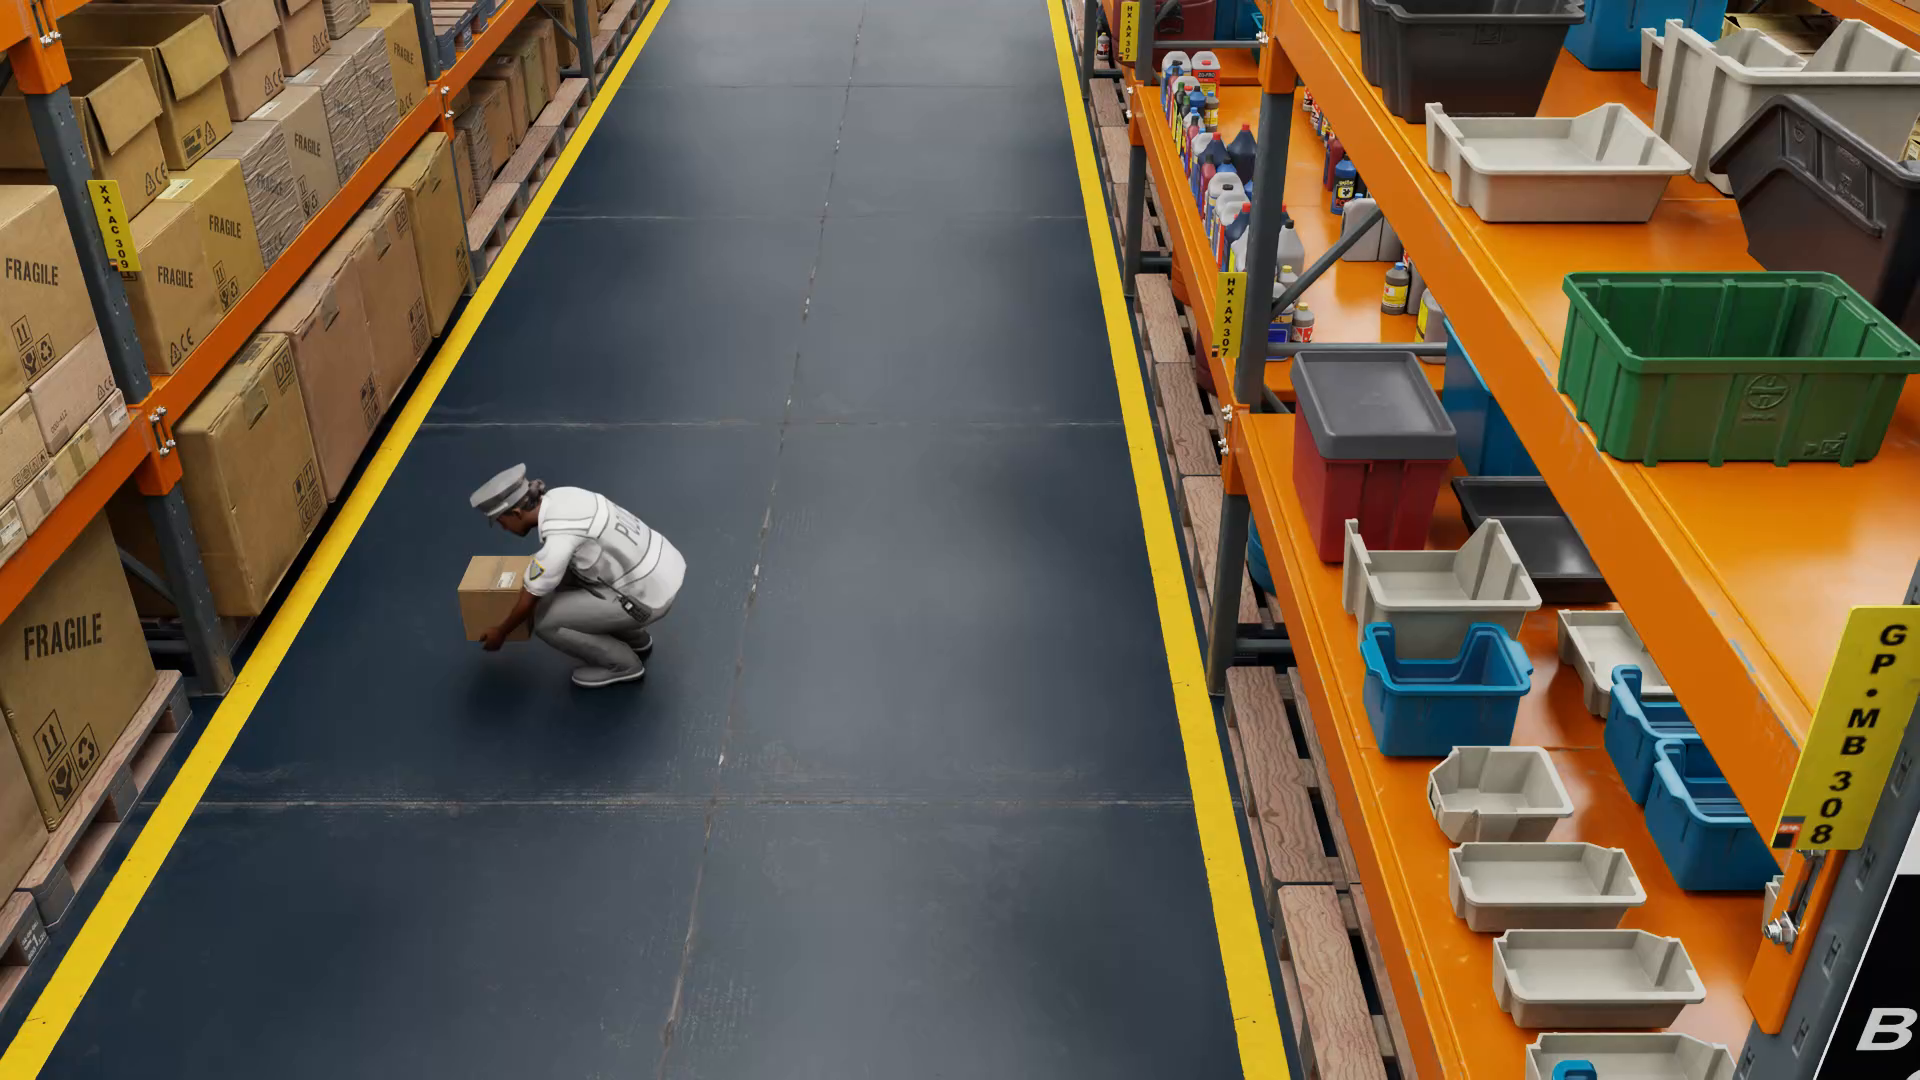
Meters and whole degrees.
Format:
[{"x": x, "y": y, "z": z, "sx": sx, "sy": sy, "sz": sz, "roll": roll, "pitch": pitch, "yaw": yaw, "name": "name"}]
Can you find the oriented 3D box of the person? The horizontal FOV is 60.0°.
[{"x": -1.520, "y": 0.112, "z": 6.642, "sx": 0.823, "sy": 0.957, "sz": 0.509, "roll": 0, "pitch": 32, "yaw": -1, "name": "person"}]
